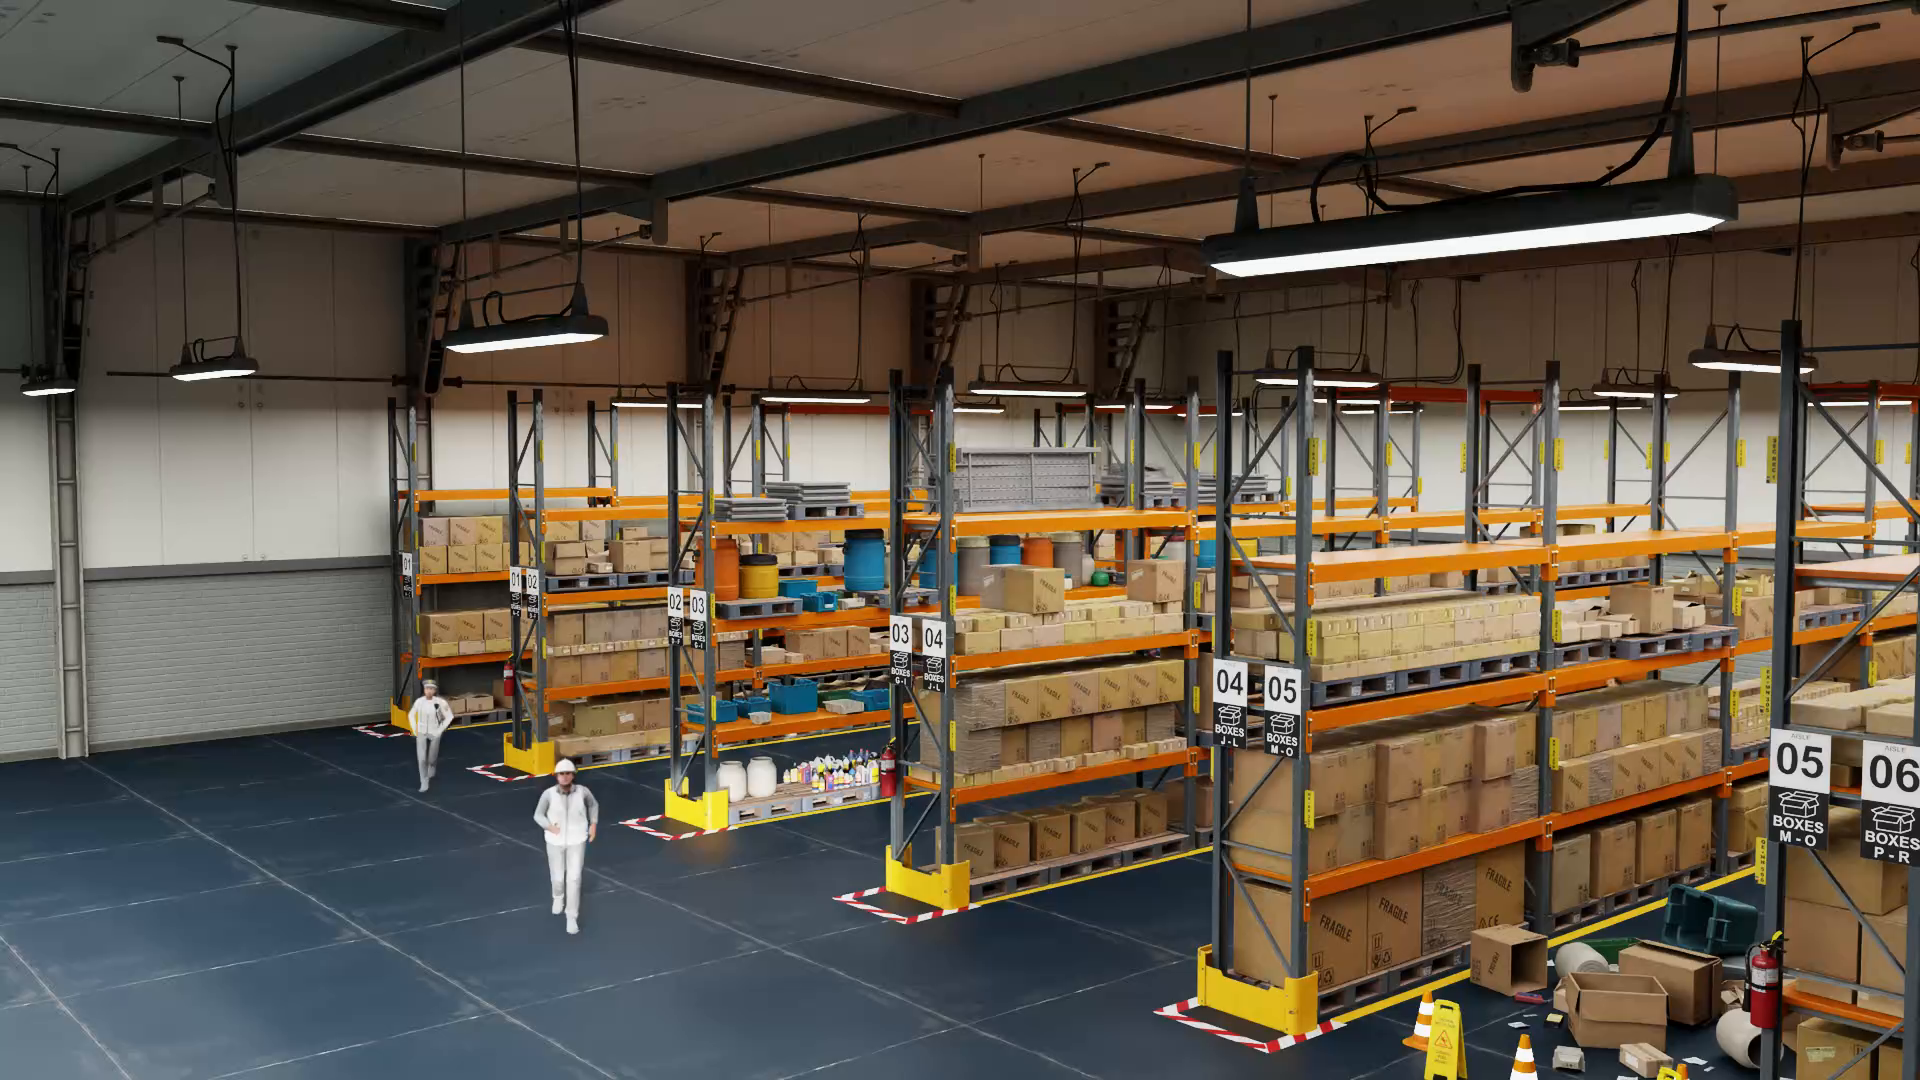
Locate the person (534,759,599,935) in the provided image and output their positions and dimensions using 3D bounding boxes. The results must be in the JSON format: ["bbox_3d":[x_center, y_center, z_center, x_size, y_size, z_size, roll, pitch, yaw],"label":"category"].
[{"bbox_3d":[-4.215,3.235,17.834,0.681,1.793,0.847,-1,3,-14],"label":"person"}]

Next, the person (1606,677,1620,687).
[{"bbox_3d":[9.931,2.853,25.382,0.652,1.619,0.570,-3,4,-41],"label":"person"}]

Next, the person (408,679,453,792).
[{"bbox_3d":[-7.940,2.902,24.947,0.656,1.672,0.697,-1,3,-10],"label":"person"}]
